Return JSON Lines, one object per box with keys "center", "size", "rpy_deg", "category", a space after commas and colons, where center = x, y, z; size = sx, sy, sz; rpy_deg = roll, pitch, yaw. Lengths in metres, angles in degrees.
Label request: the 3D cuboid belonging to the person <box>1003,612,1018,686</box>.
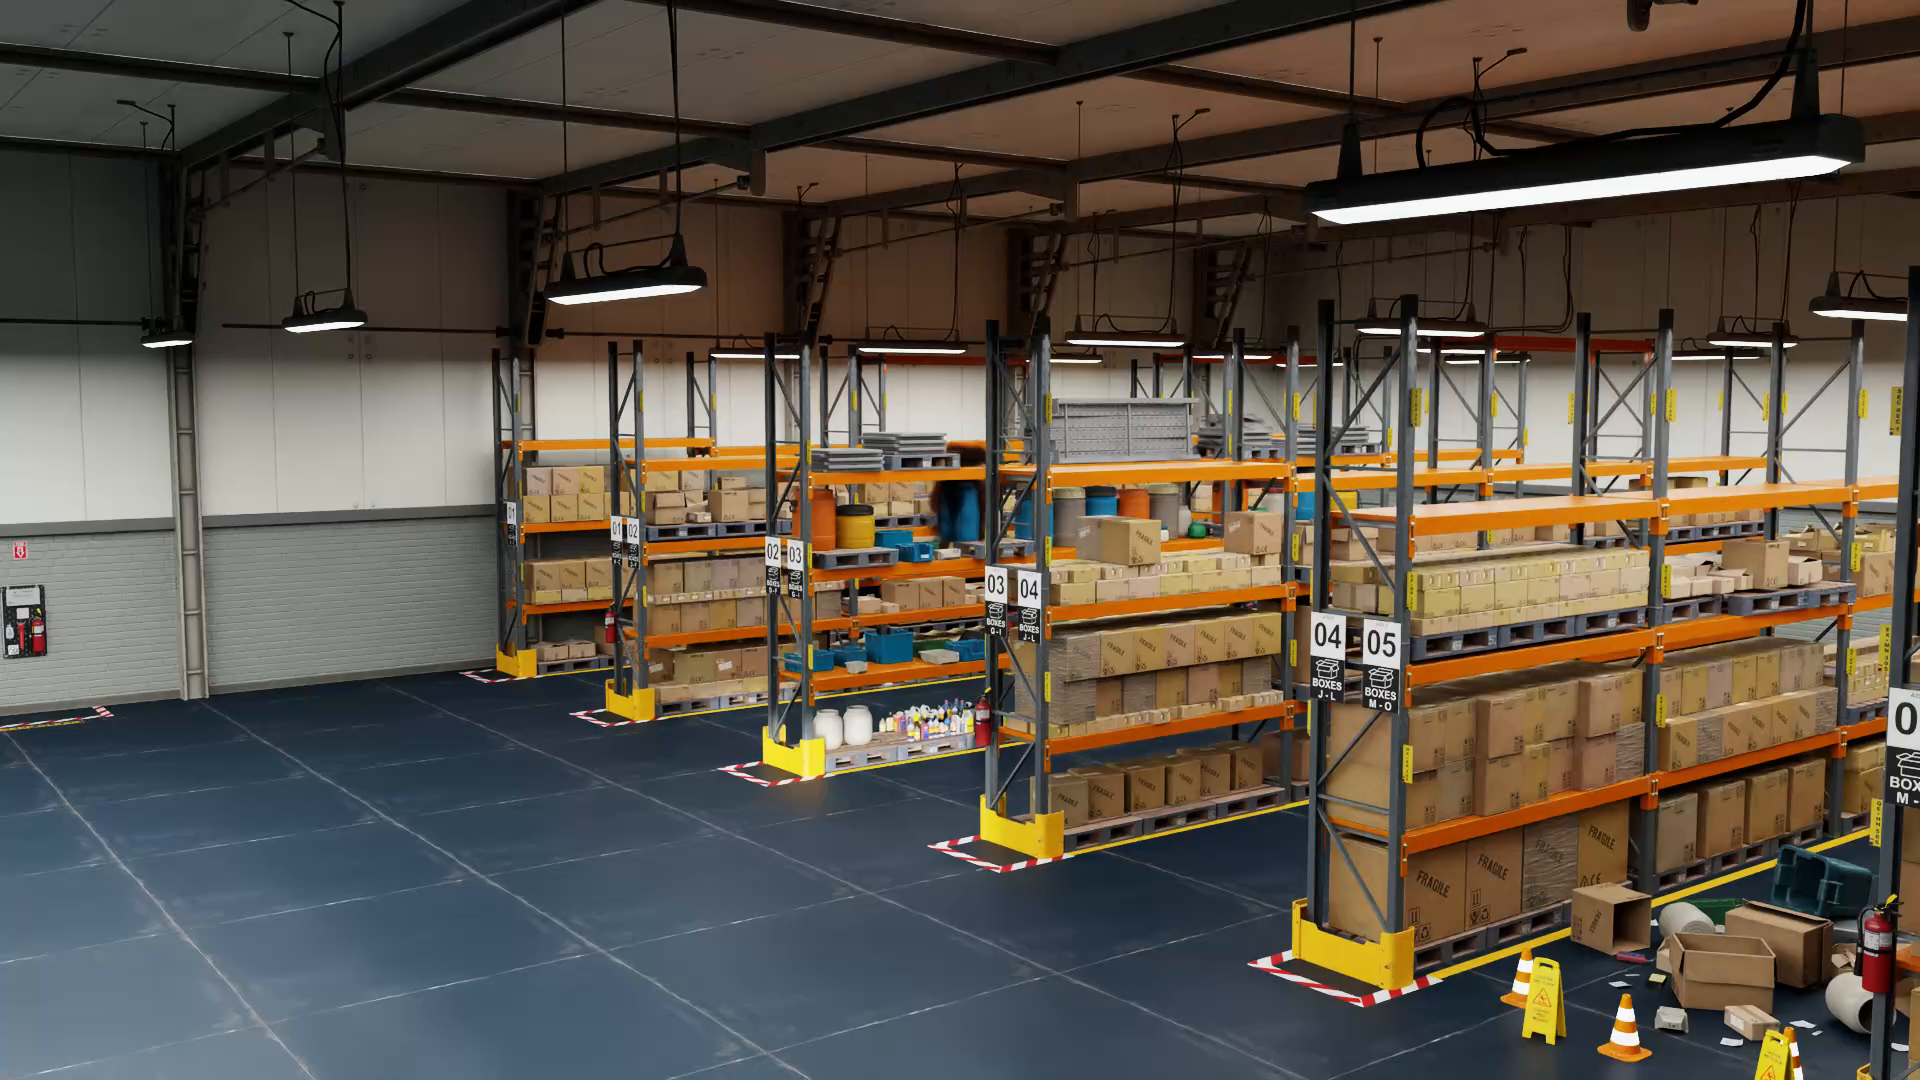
{"center": [0.814, 1.765, 28.947], "size": [1.026, 1.643, 0.570], "rpy_deg": [-5, 7, -44], "category": "person"}
